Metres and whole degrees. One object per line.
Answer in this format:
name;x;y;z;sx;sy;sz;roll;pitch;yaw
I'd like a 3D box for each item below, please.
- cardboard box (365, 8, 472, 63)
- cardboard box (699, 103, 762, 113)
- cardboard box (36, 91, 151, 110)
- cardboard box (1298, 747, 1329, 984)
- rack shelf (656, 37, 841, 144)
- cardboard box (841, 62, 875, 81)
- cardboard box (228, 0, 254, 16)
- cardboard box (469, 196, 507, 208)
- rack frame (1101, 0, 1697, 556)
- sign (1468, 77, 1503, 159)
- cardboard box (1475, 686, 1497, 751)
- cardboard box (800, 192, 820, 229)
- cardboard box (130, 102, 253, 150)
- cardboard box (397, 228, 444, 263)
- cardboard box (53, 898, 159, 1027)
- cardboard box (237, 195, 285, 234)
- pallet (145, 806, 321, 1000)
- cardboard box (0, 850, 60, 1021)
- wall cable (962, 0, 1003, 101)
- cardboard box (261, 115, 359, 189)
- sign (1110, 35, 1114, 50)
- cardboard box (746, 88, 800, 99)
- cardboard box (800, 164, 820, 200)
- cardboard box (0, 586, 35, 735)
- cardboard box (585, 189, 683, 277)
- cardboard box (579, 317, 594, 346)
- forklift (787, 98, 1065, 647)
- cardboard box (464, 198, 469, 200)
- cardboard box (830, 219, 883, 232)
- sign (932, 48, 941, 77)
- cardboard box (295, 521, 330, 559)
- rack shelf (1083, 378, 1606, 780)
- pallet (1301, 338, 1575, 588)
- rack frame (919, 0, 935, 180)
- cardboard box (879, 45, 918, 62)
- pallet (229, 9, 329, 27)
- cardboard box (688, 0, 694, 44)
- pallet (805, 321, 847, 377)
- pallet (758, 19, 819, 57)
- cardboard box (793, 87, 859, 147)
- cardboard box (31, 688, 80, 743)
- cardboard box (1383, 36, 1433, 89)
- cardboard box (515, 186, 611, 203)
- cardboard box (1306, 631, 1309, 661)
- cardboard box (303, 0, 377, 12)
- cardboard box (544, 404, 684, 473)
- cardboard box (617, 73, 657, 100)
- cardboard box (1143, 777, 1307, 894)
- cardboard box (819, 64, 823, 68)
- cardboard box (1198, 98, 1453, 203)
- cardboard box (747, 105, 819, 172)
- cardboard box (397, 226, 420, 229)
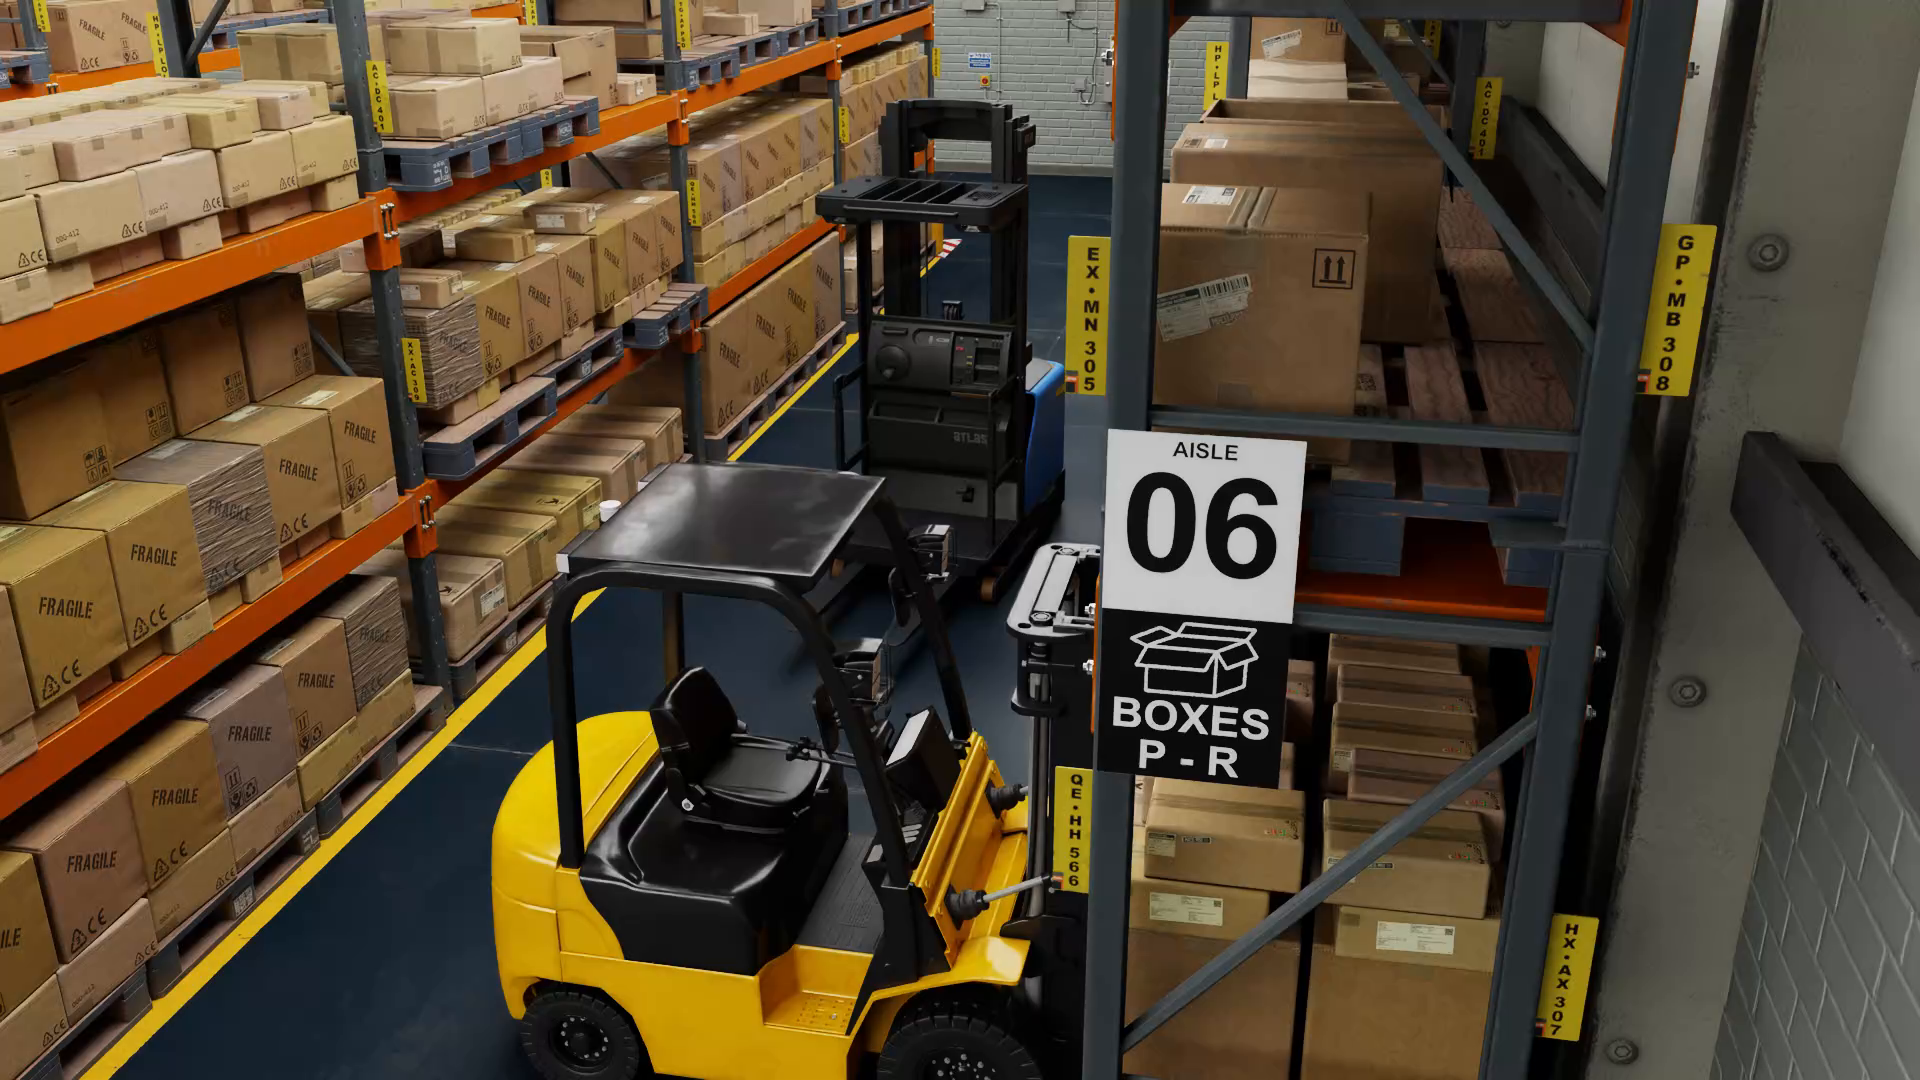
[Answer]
cardboard box;-3.070;-2.824;9.305;0.500;0.250;0.500;5;22;12
cardboard box;-2.066;-3.588;14.775;0.500;0.500;0.500;4;22;11
cardboard box;-3.721;-1.840;7.162;0.380;0.149;0.250;4;22;9
cardboard box;1.251;0.962;4.816;0.500;0.500;0.500;5;23;13
rack shelf;-2.026;-3.731;13.551;1.077;0.370;4.000;4;22;11
cardboard box;-1.059;-4.685;16.630;0.380;0.149;0.250;4;22;9
cardboard box;-6.869;-4.984;15.257;0.500;0.311;0.500;4;22;10
cardboard box;-5.564;-3.952;19.608;0.380;0.149;0.250;4;22;10
rack frame;0.794;-1.422;2.839;1.000;3.000;0.127;4;22;11
sign;2.153;-1.728;6.817;0.100;0.325;0.005;4;22;11
cardboard box;1.397;0.543;4.988;0.380;0.149;0.250;5;22;11
cardboard box;-1.568;-2.966;14.904;0.500;0.250;0.500;4;22;10
cardboard box;-3.144;-1.697;6.806;0.380;0.149;0.250;5;22;12
cardboard box;-3.216;-1.700;9.598;0.380;0.149;0.250;4;22;9
cardboard box;-3.520;1.604;6.473;0.500;0.250;0.500;5;23;13
cardboard box;-3.182;-1.434;7.221;0.380;0.149;0.250;5;22;11
pallet;-3.599;1.510;7.321;1.003;0.211;1.213;4;22;11
cardboard box;-3.627;1.434;5.893;0.500;0.500;0.500;4;22;9
wall cable;0.326;-7.418;24.354;0.585;1.953;0.123;4;22;11
cardboard box;-3.077;-1.756;7.487;0.500;0.250;0.500;4;22;10
sign;2.341;-7.181;24.064;0.339;0.242;0.001;4;22;11
cardboard box;-1.792;-4.109;16.068;0.500;0.500;0.500;4;22;10
cardboard box;-1.565;-3.204;14.826;0.500;0.250;0.500;5;22;12
cardboard box;-3.596;0.458;5.670;0.500;0.500;0.500;5;23;13
cardboard box;-2.255;-2.134;11.543;0.500;0.500;0.500;4;22;9
cardboard box;-2.509;-1.310;10.365;0.380;0.149;0.250;4;22;9
forklift;-0.196;-1.137;10.253;1.130;2.935;3.031;7;23;17
cardboard box;-6.046;-4.081;19.929;0.380;0.149;0.250;5;22;12
cardboard box;-1.017;-3.290;18.375;0.875;0.438;0.875;5;22;12
sign;-0.273;-5.468;19.049;0.100;0.325;0.005;4;22;11
cardboard box;-3.191;-0.041;7.776;0.380;0.149;0.250;5;22;11
rack shelf;1.202;-0.428;5.350;1.077;0.370;4.000;4;22;11
pallet;0.963;-0.246;4.053;1.003;0.211;1.213;4;22;11
rack frame;-0.802;-4.868;19.425;1.000;3.000;0.127;4;22;11
cardboard box;-0.677;-5.337;18.249;0.380;0.149;0.250;4;22;10
pallet;-6.715;-4.832;15.572;1.213;0.211;1.003;4;22;11
cardboard box;-2.418;-3.951;12.438;0.700;0.500;0.500;3;22;8
pallet;-1.702;-1.824;15.599;1.003;0.211;1.213;4;22;11
pallet;-1.757;-4.369;14.426;0.805;0.209;1.217;4;22;9
cardboard box;-1.284;-4.071;15.974;0.500;0.500;0.500;5;22;11
cardboard box;-3.507;0.621;6.133;0.380;0.149;0.250;5;22;12
cardboard box;2.529;-2.844;9.889;0.500;0.250;0.500;4;22;11
cardboard box;-2.752;-2.174;11.643;0.500;0.500;0.500;4;22;9
cardboard box;0.948;0.553;5.831;0.500;0.500;0.500;5;22;11
cardboard box;-6.131;-5.216;16.476;0.500;0.250;0.500;6;23;14
cardboard box;-2.559;-0.712;12.062;0.950;0.372;0.625;3;22;7
cardboard box;-2.293;-3.086;11.321;0.380;0.149;0.250;4;22;11
cardboard box;0.660;0.728;4.130;0.380;0.149;0.250;5;22;11
cardboard box;-1.596;-4.720;16.717;0.380;0.149;0.250;4;22;11
cardboard box;1.109;-1.078;5.166;0.797;0.503;0.637;5;23;13
cardboard box;-1.562;-3.543;14.663;0.500;0.500;0.500;5;22;12
cardboard box;-6.063;-3.294;17.974;0.380;0.149;0.250;4;22;10
